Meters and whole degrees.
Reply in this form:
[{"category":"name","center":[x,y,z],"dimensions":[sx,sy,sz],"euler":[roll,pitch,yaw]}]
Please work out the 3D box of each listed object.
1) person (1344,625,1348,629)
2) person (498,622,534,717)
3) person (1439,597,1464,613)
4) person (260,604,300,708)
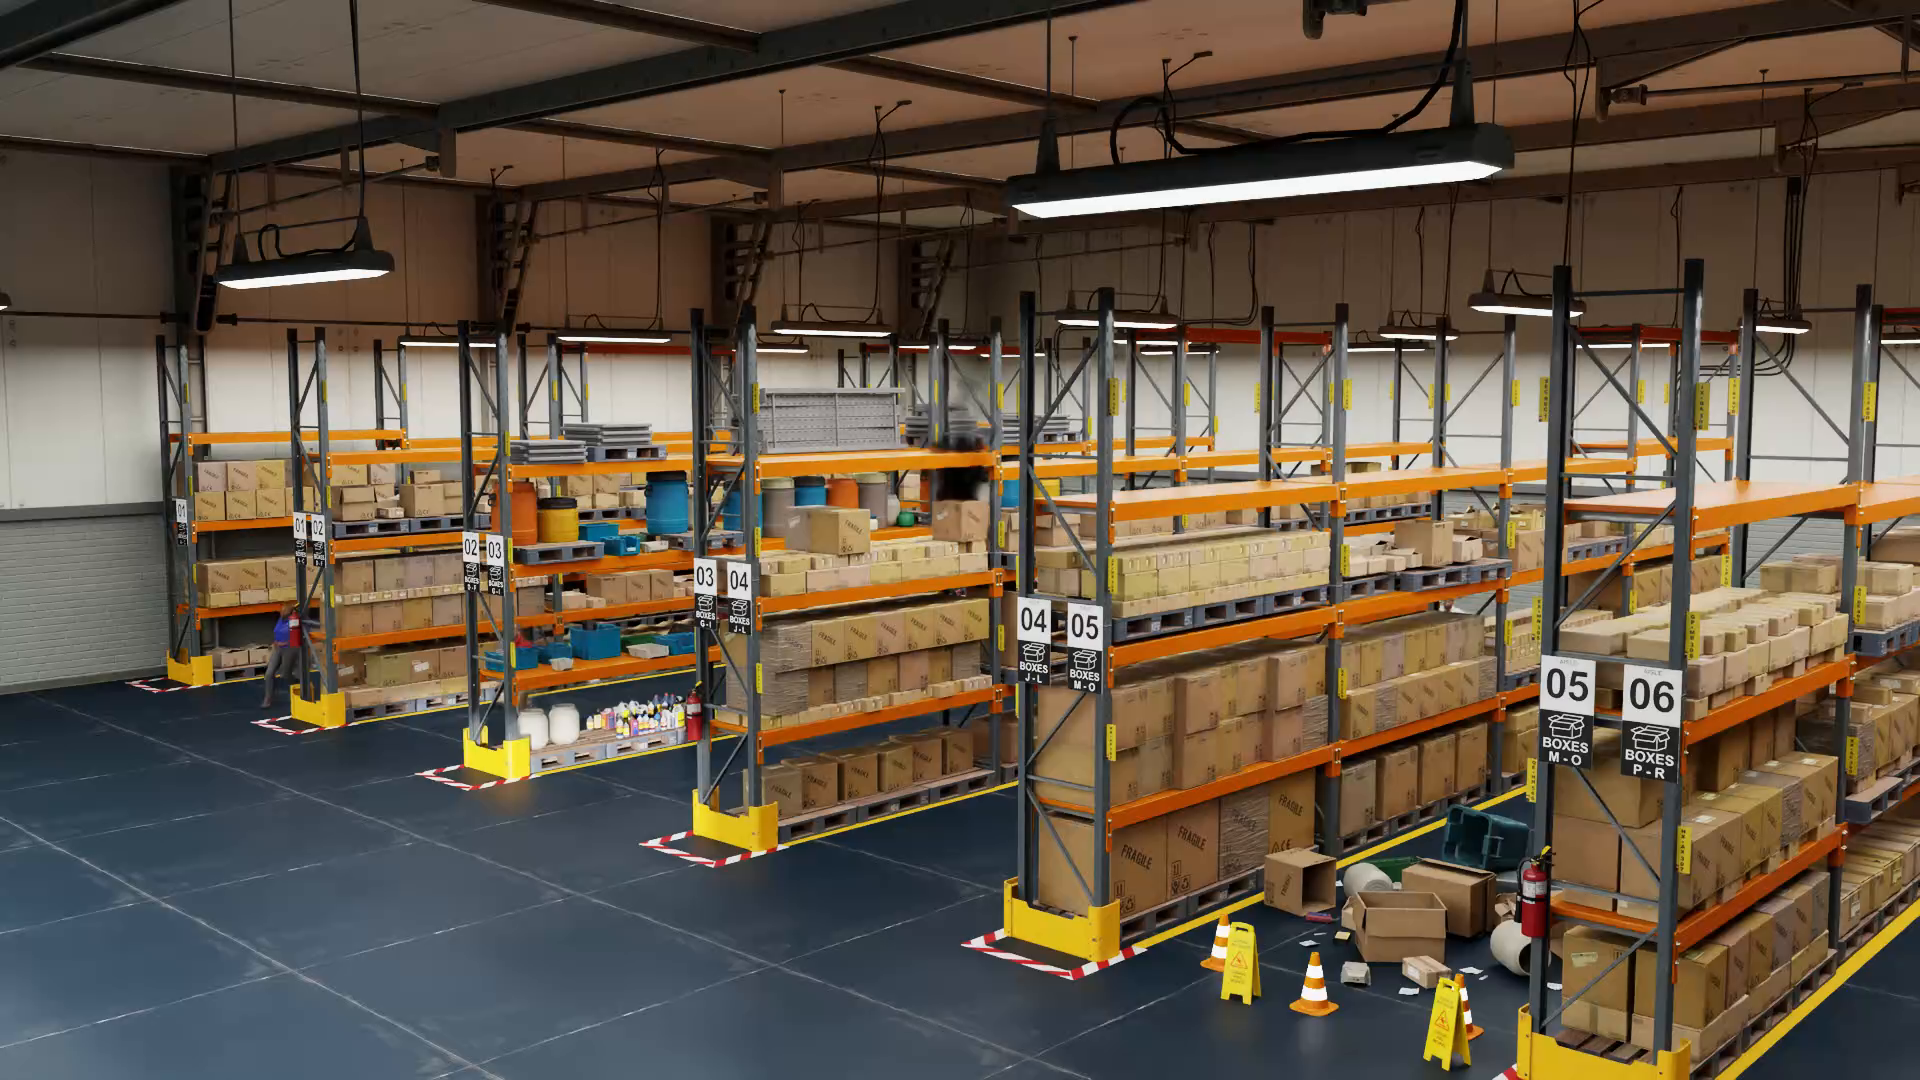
[{"category":"person","center":[5.661,2.044,24.837],"dimensions":[0.503,1.556,0.605],"euler":[3,6,31]},{"category":"person","center":[-6.556,2.041,24.488],"dimensions":[0.706,1.680,0.667],"euler":[3,6,31]},{"category":"person","center":[8.119,1.714,27.654],"dimensions":[0.580,1.763,0.807],"euler":[4,7,37]},{"category":"person","center":[-10.861,1.854,26.842],"dimensions":[0.618,1.673,0.836],"euler":[2,6,22]}]
